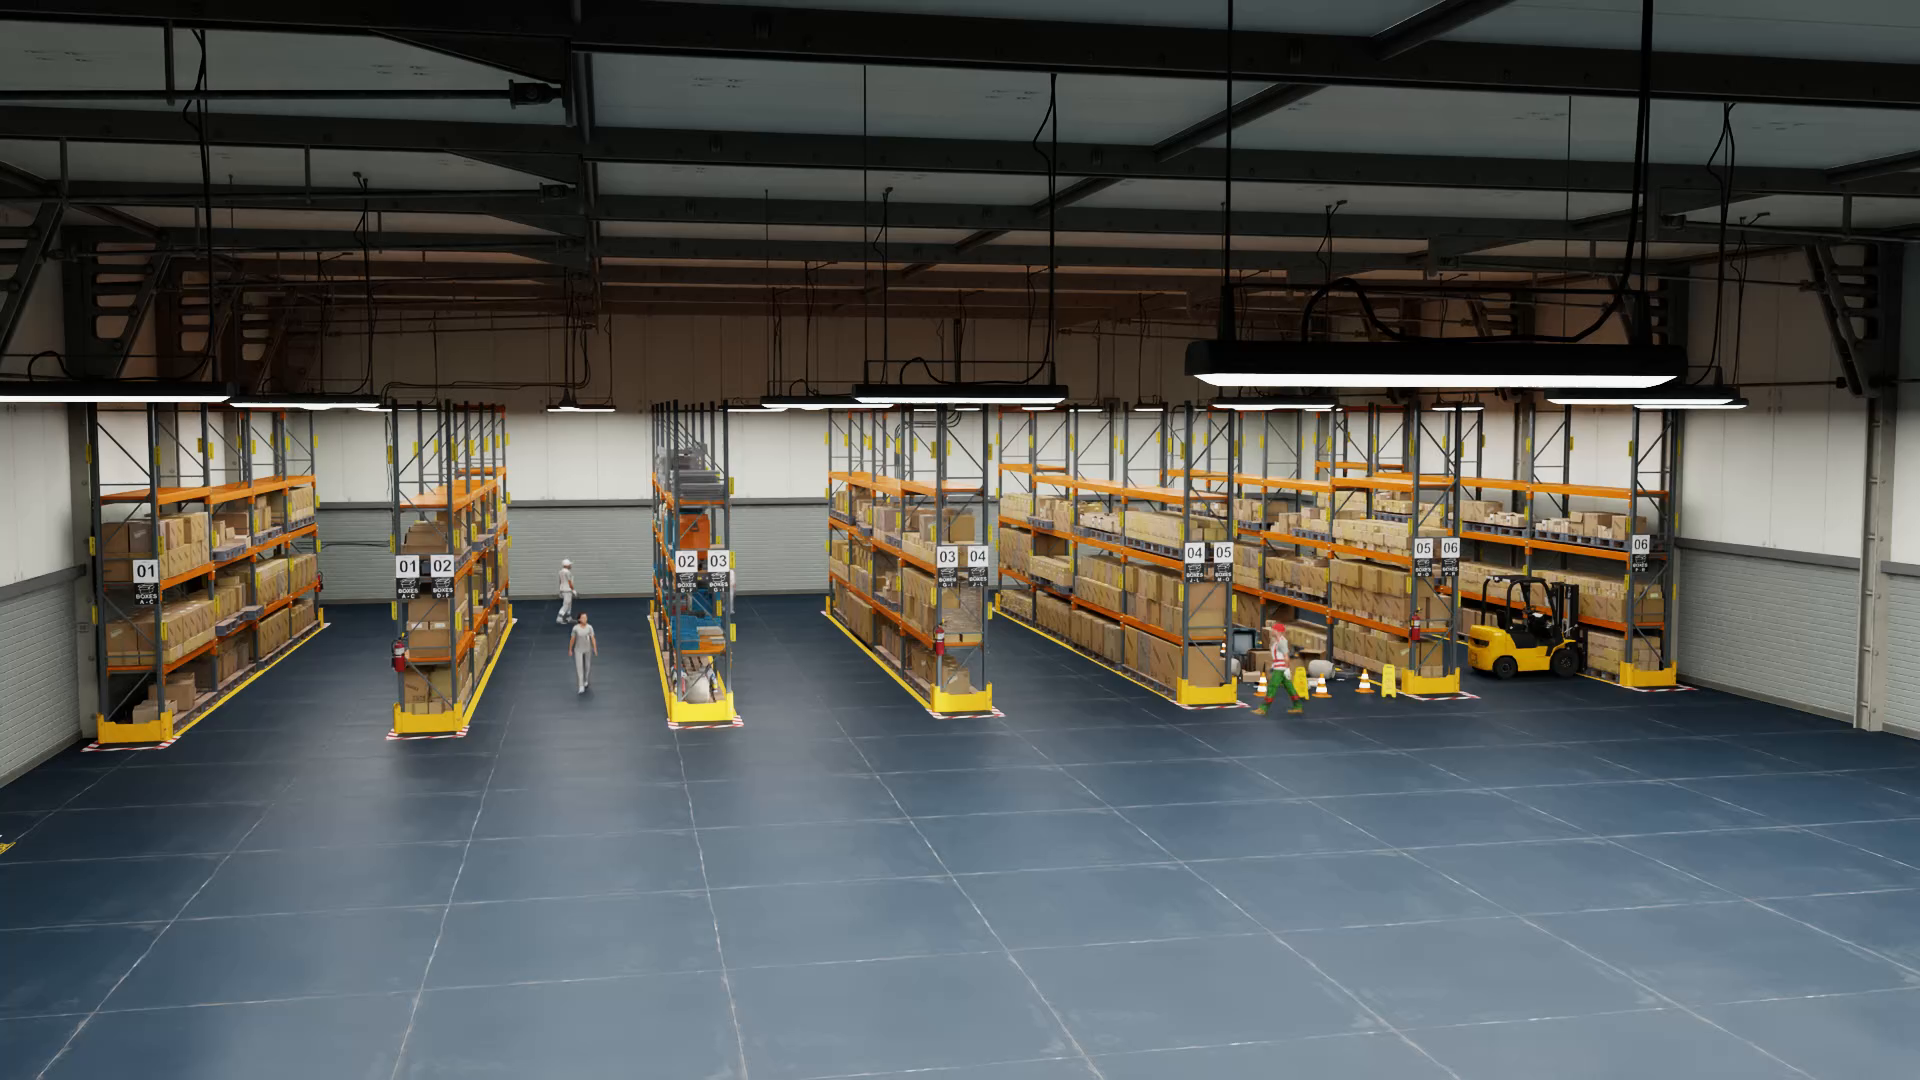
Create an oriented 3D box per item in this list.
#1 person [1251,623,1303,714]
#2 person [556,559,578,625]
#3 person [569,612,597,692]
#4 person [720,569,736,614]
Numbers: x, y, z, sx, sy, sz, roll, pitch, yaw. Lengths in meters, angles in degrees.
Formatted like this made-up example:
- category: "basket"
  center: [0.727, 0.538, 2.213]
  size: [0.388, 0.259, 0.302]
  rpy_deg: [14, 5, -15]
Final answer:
- category: "person"
  center: [6.041, 2.440, 31.680]
  size: [0.986, 1.725, 0.575]
  rpy_deg: [1, 4, 8]
- category: "person"
  center: [-10.738, 1.419, 45.341]
  size: [0.752, 1.781, 0.584]
  rpy_deg: [-3, 5, -36]
- category: "person"
  center: [-7.821, 2.298, 34.486]
  size: [0.541, 1.602, 1.072]
  rpy_deg: [-2, 5, -20]
- category: "person"
  center: [-6.707, 1.257, 47.823]
  size: [0.567, 1.718, 1.084]
  rpy_deg: [-1, 4, -15]
